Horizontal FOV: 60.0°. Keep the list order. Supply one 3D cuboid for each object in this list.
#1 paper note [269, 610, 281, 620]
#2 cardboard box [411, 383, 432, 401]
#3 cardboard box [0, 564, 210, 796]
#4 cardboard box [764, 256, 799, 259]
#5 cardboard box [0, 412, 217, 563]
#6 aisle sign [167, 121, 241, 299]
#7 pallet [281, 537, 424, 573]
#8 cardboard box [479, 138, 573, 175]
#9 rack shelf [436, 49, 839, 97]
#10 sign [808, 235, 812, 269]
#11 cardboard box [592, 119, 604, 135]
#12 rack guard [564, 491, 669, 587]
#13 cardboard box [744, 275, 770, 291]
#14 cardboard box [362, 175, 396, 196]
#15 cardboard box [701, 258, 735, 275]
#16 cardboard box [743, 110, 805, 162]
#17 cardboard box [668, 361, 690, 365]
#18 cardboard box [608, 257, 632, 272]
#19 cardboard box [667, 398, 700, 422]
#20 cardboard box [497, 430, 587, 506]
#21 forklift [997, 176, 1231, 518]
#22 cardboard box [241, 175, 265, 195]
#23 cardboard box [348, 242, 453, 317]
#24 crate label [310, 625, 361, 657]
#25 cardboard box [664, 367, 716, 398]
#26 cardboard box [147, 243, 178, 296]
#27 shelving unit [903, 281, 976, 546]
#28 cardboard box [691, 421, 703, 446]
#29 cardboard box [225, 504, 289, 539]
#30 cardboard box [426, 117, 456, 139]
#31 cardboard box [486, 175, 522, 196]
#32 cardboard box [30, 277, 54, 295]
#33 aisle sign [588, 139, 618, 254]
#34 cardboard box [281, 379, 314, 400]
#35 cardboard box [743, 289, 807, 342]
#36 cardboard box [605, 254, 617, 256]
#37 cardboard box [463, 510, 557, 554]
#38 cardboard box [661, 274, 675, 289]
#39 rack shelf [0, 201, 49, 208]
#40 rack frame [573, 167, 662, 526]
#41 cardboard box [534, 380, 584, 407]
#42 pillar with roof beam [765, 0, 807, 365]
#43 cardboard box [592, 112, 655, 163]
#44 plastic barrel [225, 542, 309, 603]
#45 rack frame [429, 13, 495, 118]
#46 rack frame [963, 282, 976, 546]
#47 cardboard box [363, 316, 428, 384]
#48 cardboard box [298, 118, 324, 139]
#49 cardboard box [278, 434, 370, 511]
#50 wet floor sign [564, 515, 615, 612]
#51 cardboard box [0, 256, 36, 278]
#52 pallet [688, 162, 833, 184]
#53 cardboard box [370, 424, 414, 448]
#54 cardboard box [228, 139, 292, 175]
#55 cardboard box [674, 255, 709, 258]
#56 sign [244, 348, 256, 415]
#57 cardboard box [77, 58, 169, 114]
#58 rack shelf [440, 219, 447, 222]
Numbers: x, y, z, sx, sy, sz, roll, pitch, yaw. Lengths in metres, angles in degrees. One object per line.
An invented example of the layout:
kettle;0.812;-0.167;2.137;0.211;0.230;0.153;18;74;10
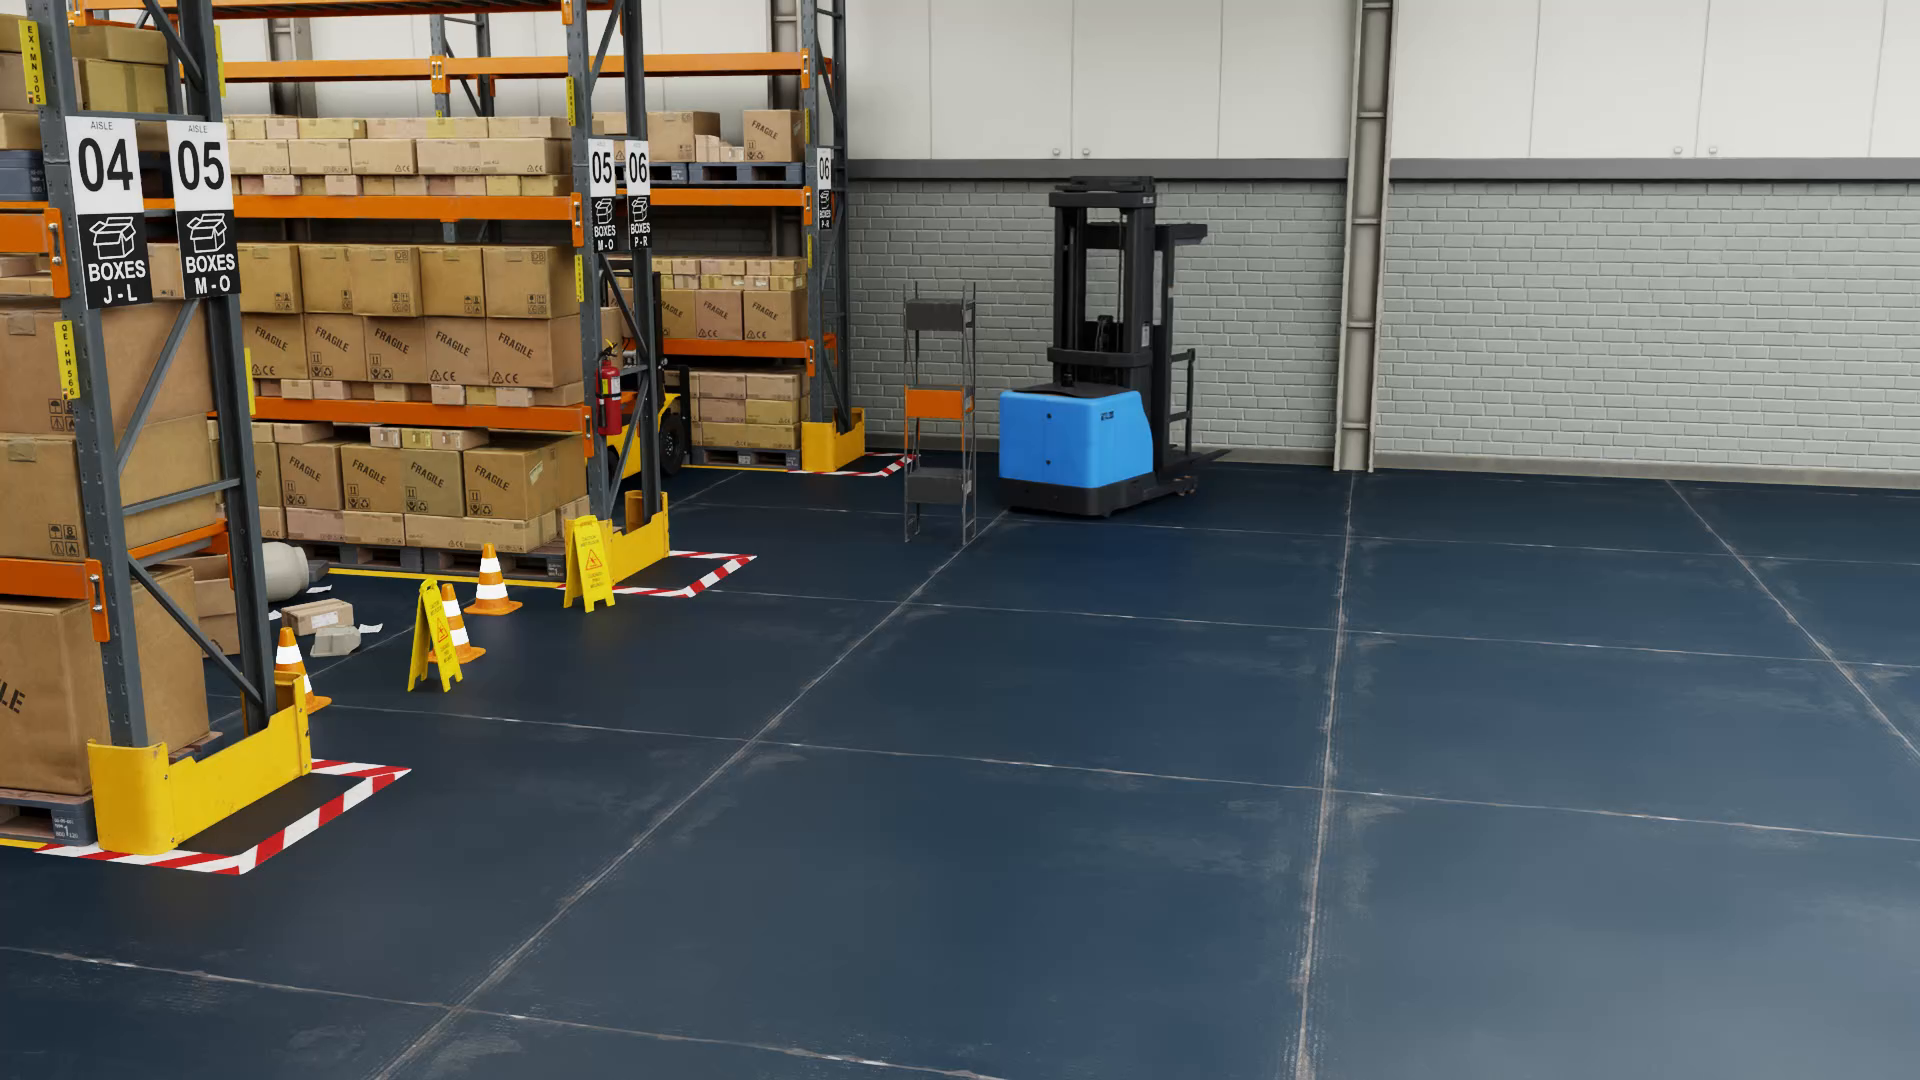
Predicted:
paper note;-4.707;0.514;11.375;0.142;0.019;0.148;8;15;33
cardboard box;-3.927;-1.145;12.548;0.250;0.149;0.380;3;13;14
cardboard box;-4.286;0.622;7.942;0.875;0.875;0.875;3;13;14
cardboard box;-1.856;-2.879;17.372;0.250;0.149;0.380;4;13;15
cardboard box;-3.983;-0.272;7.689;0.550;0.550;0.875;3;13;14
aisle sign;-3.471;-1.518;7.648;0.004;0.787;0.394;3;13;14
pallet;-4.559;0.009;13.207;1.213;0.211;1.003;3;13;14
cardboard box;-3.085;-2.742;11.900;0.500;0.250;0.500;3;13;13
rack shelf;-3.280;-4.766;17.022;4.000;0.370;1.077;3;13;14
sign;-1.482;-2.847;16.420;0.005;0.325;0.100;3;13;14
cardboard box;-2.820;-3.028;12.269;0.250;0.149;0.380;3;13;13
rack guard;-2.598;-0.019;12.665;0.348;0.500;1.175;3;13;14
cardboard box;-1.997;-2.611;16.848;0.250;0.149;0.380;3;13;14
cardboard box;-4.174;-2.609;12.223;0.250;0.149;0.380;3;13;12
cardboard box;-2.468;-2.807;17.046;0.250;0.149;0.380;3;13;14
cardboard box;-1.827;-4.018;16.563;0.500;0.500;0.500;3;13;15
cardboard box;-3.224;-1.776;17.885;0.500;0.250;0.500;3;13;12
cardboard box;-3.467;-2.859;17.281;0.250;0.149;0.380;3;13;14
cardboard box;-2.876;-1.396;17.326;0.500;0.250;0.500;3;13;12
cardboard box;-3.264;-0.565;13.004;0.500;0.500;0.500;3;13;12
forklift;1.593;-1.893;15.501;1.130;2.935;3.031;9;15;34
cardboard box;-5.165;-2.664;12.473;0.250;0.149;0.380;3;13;12
cardboard box;-4.082;-1.931;12.285;0.500;0.500;0.700;3;13;13
crate label;-3.965;0.634;10.558;0.298;0.136;0.250;-4;13;-16
cardboard box;-2.850;-1.638;17.261;0.500;0.250;0.500;3;13;14
cardboard box;-6.032;-2.057;12.853;0.500;0.500;0.700;3;13;13
shelving unit;-0.161;-1.034;13.545;0.503;2.100;0.431;3;13;14
cardboard box;-2.834;-1.156;17.396;0.500;0.250;0.500;3;13;14
cardboard box;-5.378;-0.193;13.057;0.500;0.250;0.500;4;13;17
cardboard box;-3.650;-2.977;12.039;0.250;0.149;0.380;3;13;14
cardboard box;-3.187;-2.543;11.924;0.250;0.149;0.380;3;13;14
cardboard box;-6.911;-1.818;13.114;0.500;0.500;0.500;3;13;12
aisle sign;-2.533;-2.440;11.806;0.004;0.787;0.394;3;13;14
cardboard box;-4.939;-1.168;12.654;0.250;0.149;0.380;3;13;14
cardboard box;-1.879;-2.299;16.938;0.500;0.500;0.500;3;13;12
cardboard box;-3.841;-2.994;17.890;0.250;0.149;0.380;3;13;13
cardboard box;-3.397;-0.085;12.569;0.500;0.250;0.500;3;13;13
cardboard box;-2.993;-2.665;17.094;0.250;0.149;0.380;3;13;14
rack shelf;-8.349;-2.660;13.533;4.000;0.370;1.077;3;13;14
rack frame;-2.524;-1.235;12.377;0.127;3.000;1.000;3;13;14
cardboard box;-2.938;-1.087;12.289;0.250;0.149;0.380;4;13;15
pillar with roof beam;-2.830;-4.529;13.369;0.400;9.000;9.100;3;13;14
cardboard box;-3.356;-4.132;17.070;0.637;0.503;0.797;3;13;15
plastic barrel;-4.892;0.234;11.704;0.512;0.421;0.421;-9;15;-35
rack frame;-5.222;-5.416;17.368;0.127;3.000;1.000;3;13;14
rack frame;0.076;-1.021;13.488;0.015;2.100;0.400;3;13;14
cardboard box;-4.087;-1.453;12.441;0.500;0.500;0.500;3;13;13
cardboard box;-4.651;-3.026;12.260;0.250;0.149;0.380;3;13;15
cardboard box;-4.874;-0.532;12.853;0.500;0.500;0.500;4;13;16
wet floor sign;-2.596;0.149;11.573;0.232;0.644;0.267;8;15;33
cardboard box;-7.582;-2.168;13.196;0.250;0.149;0.380;3;13;12
pallet;-2.019;-3.743;16.957;1.213;0.211;1.003;3;13;14
cardboard box;-4.236;-0.800;12.565;0.250;0.149;0.380;4;13;16
cardboard box;-5.060;-2.845;12.368;0.500;0.250;0.500;3;13;14
cardboard box;-2.849;-2.943;17.656;0.250;0.149;0.380;3;13;12
sign;-3.473;-0.767;8.084;0.005;0.325;0.100;3;13;14
cardboard box;-4.019;-2.058;7.620;0.500;0.250;0.500;3;13;13
rack shelf;-7.164;-3.704;18.239;4.000;0.370;1.077;3;13;14
